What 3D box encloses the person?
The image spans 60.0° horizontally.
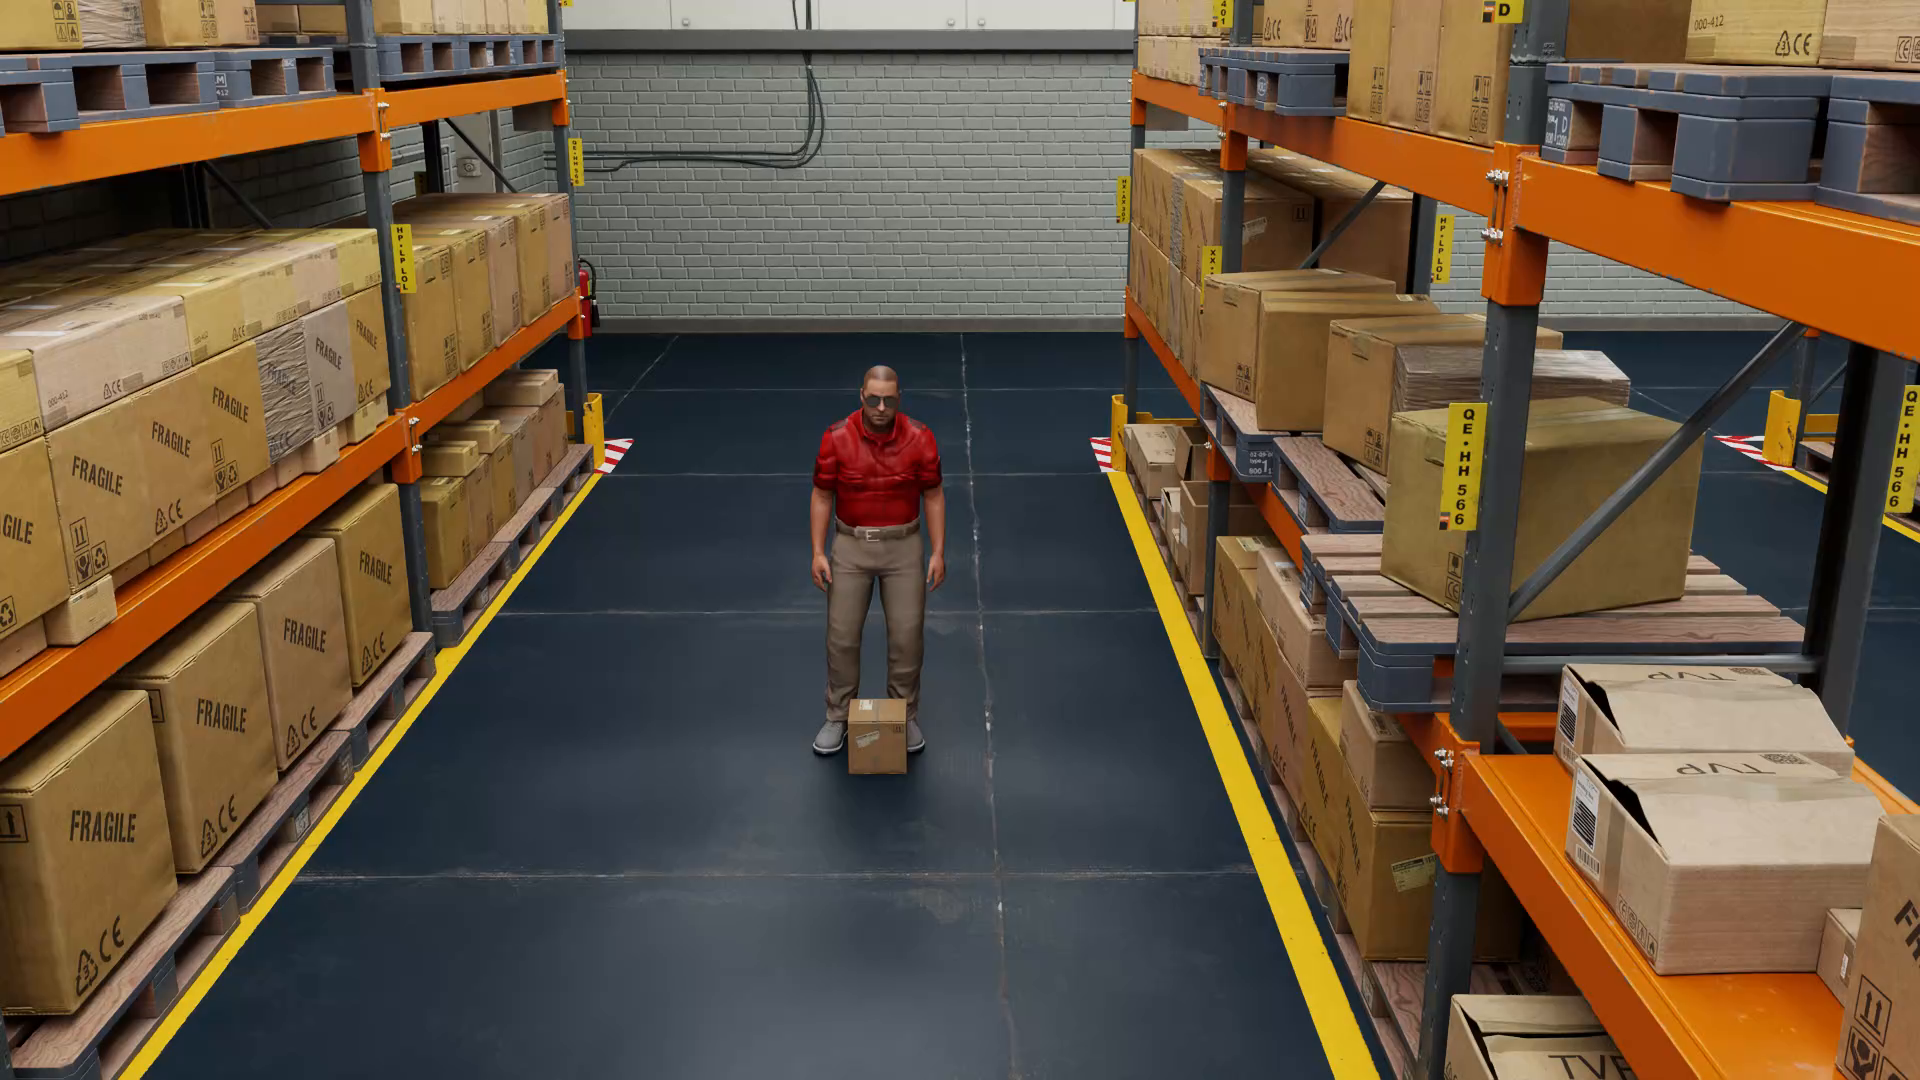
[{"bbox_3d":[-0.362,0.077,7.312,0.603,1.728,0.384,-1,17,-3],"label":"person"}]
